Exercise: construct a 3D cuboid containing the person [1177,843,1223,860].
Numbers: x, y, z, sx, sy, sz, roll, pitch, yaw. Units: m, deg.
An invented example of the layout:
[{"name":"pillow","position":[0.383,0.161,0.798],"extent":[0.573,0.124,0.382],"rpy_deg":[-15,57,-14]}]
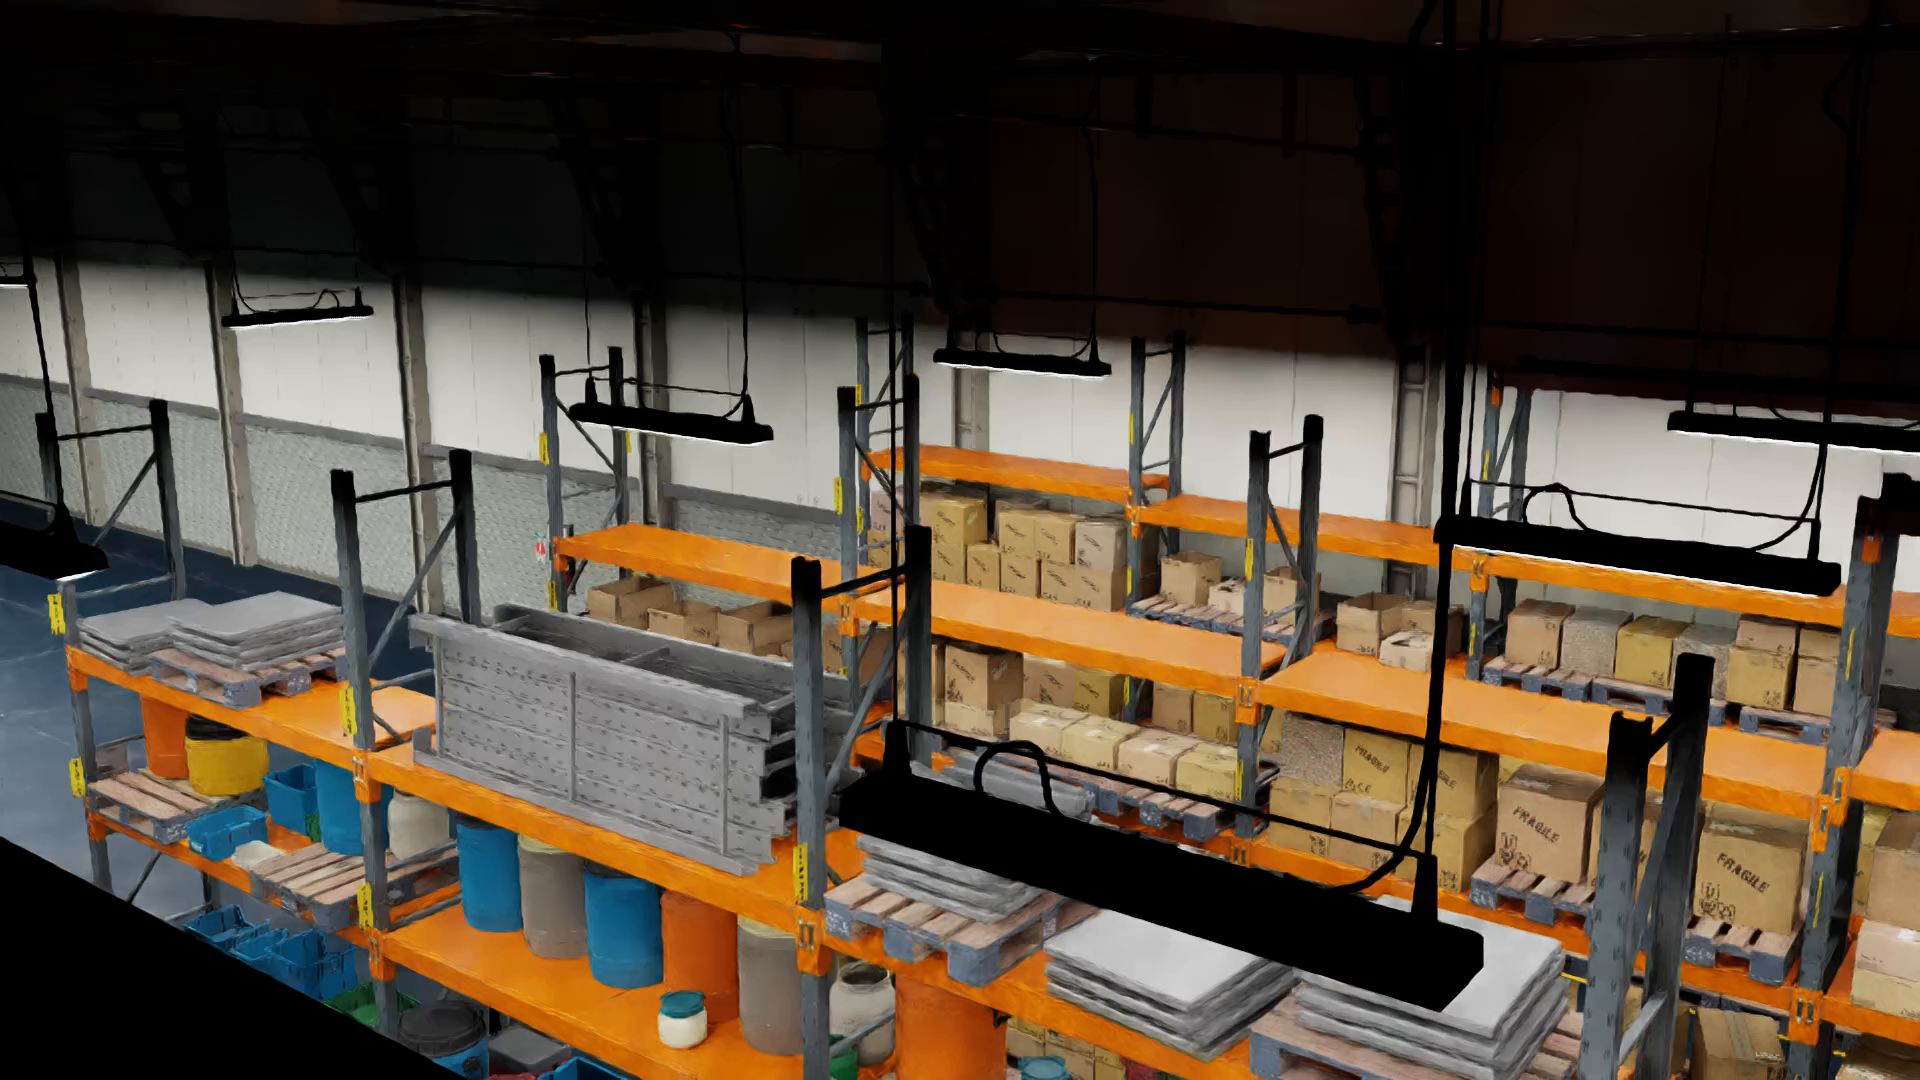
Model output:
[{"name":"person","position":[2.528,3.210,17.587],"extent":[0.901,1.713,0.724],"rpy_deg":[5,14,20]}]
